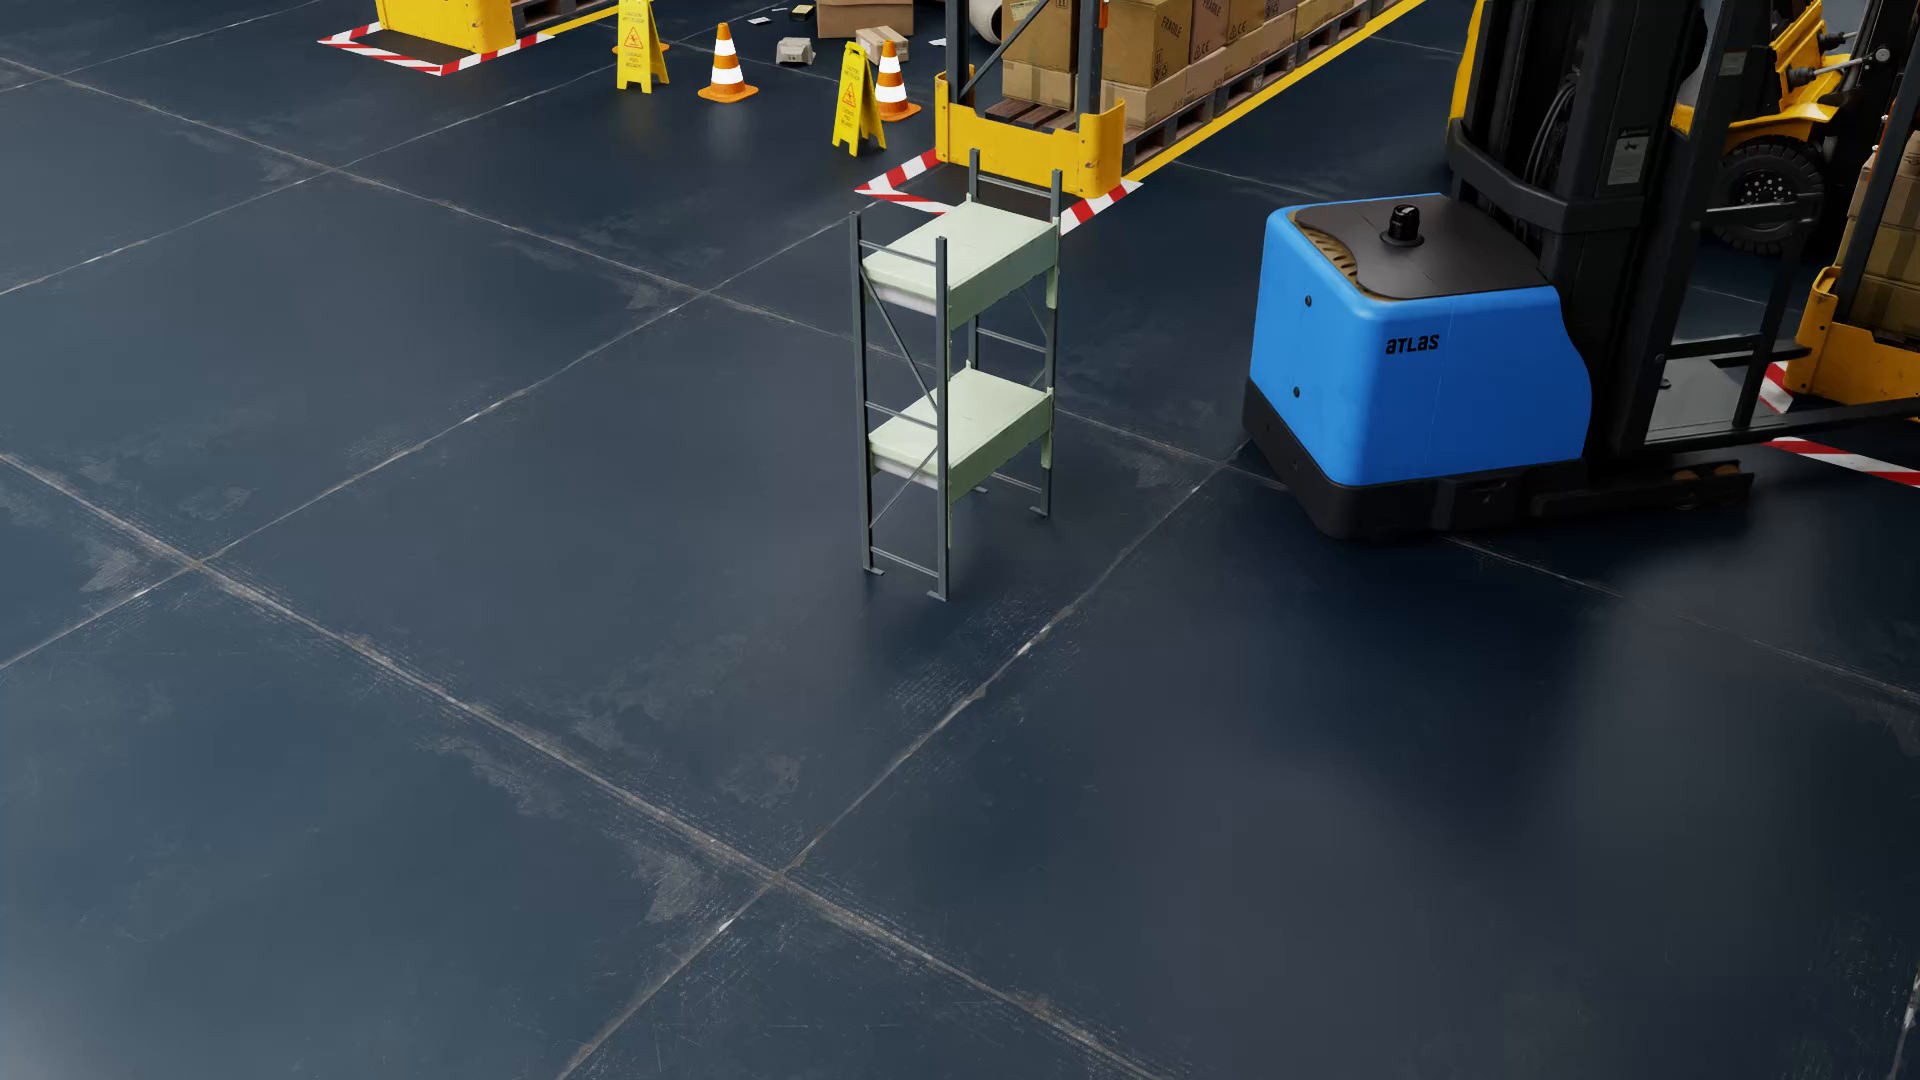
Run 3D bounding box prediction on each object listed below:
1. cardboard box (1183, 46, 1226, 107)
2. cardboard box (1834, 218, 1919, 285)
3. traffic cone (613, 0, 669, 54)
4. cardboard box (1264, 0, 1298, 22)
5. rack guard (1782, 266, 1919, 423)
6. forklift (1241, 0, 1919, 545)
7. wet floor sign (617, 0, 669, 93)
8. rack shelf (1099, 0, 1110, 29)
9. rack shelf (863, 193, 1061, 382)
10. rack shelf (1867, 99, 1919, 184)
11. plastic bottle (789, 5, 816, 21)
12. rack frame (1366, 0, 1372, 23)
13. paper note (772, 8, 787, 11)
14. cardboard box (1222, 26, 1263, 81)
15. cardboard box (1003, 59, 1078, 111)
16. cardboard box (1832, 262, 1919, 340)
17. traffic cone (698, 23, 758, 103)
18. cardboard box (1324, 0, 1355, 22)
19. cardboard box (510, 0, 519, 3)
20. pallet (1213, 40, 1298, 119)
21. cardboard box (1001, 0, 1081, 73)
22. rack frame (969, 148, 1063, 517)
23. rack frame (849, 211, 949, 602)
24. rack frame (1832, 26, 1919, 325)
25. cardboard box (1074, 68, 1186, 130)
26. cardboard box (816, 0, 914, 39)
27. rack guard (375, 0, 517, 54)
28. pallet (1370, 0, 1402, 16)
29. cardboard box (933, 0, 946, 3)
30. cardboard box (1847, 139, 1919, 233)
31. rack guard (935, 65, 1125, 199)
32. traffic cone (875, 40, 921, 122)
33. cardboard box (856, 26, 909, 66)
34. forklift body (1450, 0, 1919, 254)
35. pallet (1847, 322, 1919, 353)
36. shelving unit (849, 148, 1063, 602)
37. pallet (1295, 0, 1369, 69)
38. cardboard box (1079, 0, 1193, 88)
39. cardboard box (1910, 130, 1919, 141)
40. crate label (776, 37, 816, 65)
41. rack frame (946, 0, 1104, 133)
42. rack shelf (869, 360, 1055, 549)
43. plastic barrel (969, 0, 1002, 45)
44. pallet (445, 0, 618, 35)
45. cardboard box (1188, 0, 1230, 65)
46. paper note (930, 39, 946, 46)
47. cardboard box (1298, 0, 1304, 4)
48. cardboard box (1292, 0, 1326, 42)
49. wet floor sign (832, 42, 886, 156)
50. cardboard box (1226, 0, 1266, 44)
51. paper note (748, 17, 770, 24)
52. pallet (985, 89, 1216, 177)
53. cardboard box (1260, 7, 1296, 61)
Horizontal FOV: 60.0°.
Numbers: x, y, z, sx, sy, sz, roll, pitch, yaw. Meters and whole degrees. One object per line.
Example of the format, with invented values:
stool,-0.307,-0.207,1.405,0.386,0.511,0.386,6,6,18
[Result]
cardboard box,1.344,-2.997,10.583,0.500,0.250,0.500,23,40,30
cardboard box,4.460,-1.428,7.818,0.500,0.250,0.500,21,39,28
traffic cone,-2.295,-3.721,11.839,0.336,0.463,0.334,21,39,28
cardboard box,1.945,-3.805,11.109,0.500,0.500,0.500,24,41,31
rack guard,4.426,-0.816,7.510,1.175,0.500,0.348,21,39,28
forklift,2.822,-1.620,6.529,3.031,2.935,1.130,-7,35,-11
wet floor sign,-2.154,-3.360,11.142,0.267,0.644,0.232,14,37,20
rack shelf,1.500,-4.069,10.731,1.077,0.370,4.000,21,39,28
rack shelf,-0.004,-0.941,6.107,0.431,0.370,0.720,21,39,28
rack shelf,5.580,-2.485,8.389,1.077,0.370,4.000,21,39,28
plastic bottle,-1.189,-4.013,12.630,0.133,0.061,0.283,8,35,12
rack frame,2.640,-5.287,11.891,1.000,3.000,0.127,21,39,28
paper note,-1.384,-4.072,12.763,0.123,0.001,0.032,-15,37,-21
cardboard box,1.645,-3.252,10.960,0.500,0.250,0.500,24,41,31
cardboard box,0.613,-2.950,10.515,0.500,0.250,0.500,21,39,28
cardboard box,4.448,-1.215,7.948,0.500,0.250,0.500,22,40,28
traffic cone,-1.561,-3.203,11.074,0.336,0.463,0.334,21,39,28
cardboard box,2.524,-3.964,12.014,0.500,0.250,0.500,23,40,30
cardboard box,-3.432,-4.608,12.408,0.875,0.875,0.875,21,40,28
pallet,1.591,-3.248,11.364,1.003,0.211,1.213,21,39,28
cardboard box,0.602,-3.244,10.279,0.500,0.500,0.500,22,40,28
rack frame,0.205,-0.787,6.574,0.400,1.500,0.023,21,39,28
rack frame,-0.212,-0.450,6.076,0.400,1.500,0.023,21,39,28
rack frame,4.440,-1.863,6.827,1.000,3.000,0.127,21,39,28
cardboard box,1.047,-2.764,10.239,0.500,0.250,0.500,21,39,28
cardboard box,-0.719,-4.029,12.259,0.797,0.503,0.637,-3,34,-4
rack guard,-3.778,-3.934,12.122,1.175,0.500,0.348,21,39,28
pallet,3.083,-4.491,13.202,1.003,0.211,1.213,21,39,28
cardboard box,-0.192,-4.518,12.861,0.797,0.637,0.503,21,39,28
cardboard box,4.446,-1.623,7.660,0.500,0.250,0.500,23,40,30
rack guard,0.403,-2.446,9.920,1.175,0.500,0.348,21,39,28
traffic cone,-0.455,-3.005,10.781,0.336,0.463,0.334,21,39,28
cardboard box,-0.553,-3.513,11.813,0.250,0.149,0.380,-15,37,-21
forklift body,4.022,-2.966,9.216,2.313,2.155,1.214,21,39,28
pallet,4.841,-1.073,8.148,1.003,0.211,1.213,21,39,28
shelving unit,-0.004,-0.618,6.325,0.431,1.500,0.755,21,39,28
pallet,2.286,-3.812,12.198,1.003,0.211,1.213,21,39,28
cardboard box,1.060,-3.086,10.046,0.500,0.500,0.500,20,39,27
cardboard box,4.732,-1.860,8.010,0.500,0.250,0.500,22,40,29
crate label,-1.163,-3.450,11.729,0.250,0.136,0.298,3,34,4
rack frame,0.360,-3.446,9.168,1.000,3.000,0.127,21,39,28
rack shelf,-0.004,-0.348,6.508,0.431,0.370,0.720,21,39,28
plastic barrel,0.294,-3.813,12.011,0.421,0.421,0.512,-9,35,-13
pallet,-3.373,-4.219,12.800,1.003,0.211,1.213,21,39,28
cardboard box,1.354,-3.328,10.404,0.500,0.500,0.500,20,39,27
paper note,-0.129,-3.625,12.094,0.142,0.019,0.148,-22,40,-29
cardboard box,2.235,-4.040,11.457,0.500,0.500,0.500,22,40,29
cardboard box,2.229,-3.716,11.647,0.500,0.250,0.500,20,39,27
wet floor sign,-0.628,-2.725,10.204,0.232,0.644,0.267,-22,40,-29
cardboard box,1.647,-3.556,10.741,0.500,0.500,0.500,22,40,29
paper note,-1.499,-3.910,12.507,0.142,0.017,0.144,-22,40,-29
pallet,0.895,-2.689,10.537,1.003,0.211,1.213,21,39,28
cardboard box,1.935,-3.483,11.303,0.500,0.250,0.500,22,40,29
